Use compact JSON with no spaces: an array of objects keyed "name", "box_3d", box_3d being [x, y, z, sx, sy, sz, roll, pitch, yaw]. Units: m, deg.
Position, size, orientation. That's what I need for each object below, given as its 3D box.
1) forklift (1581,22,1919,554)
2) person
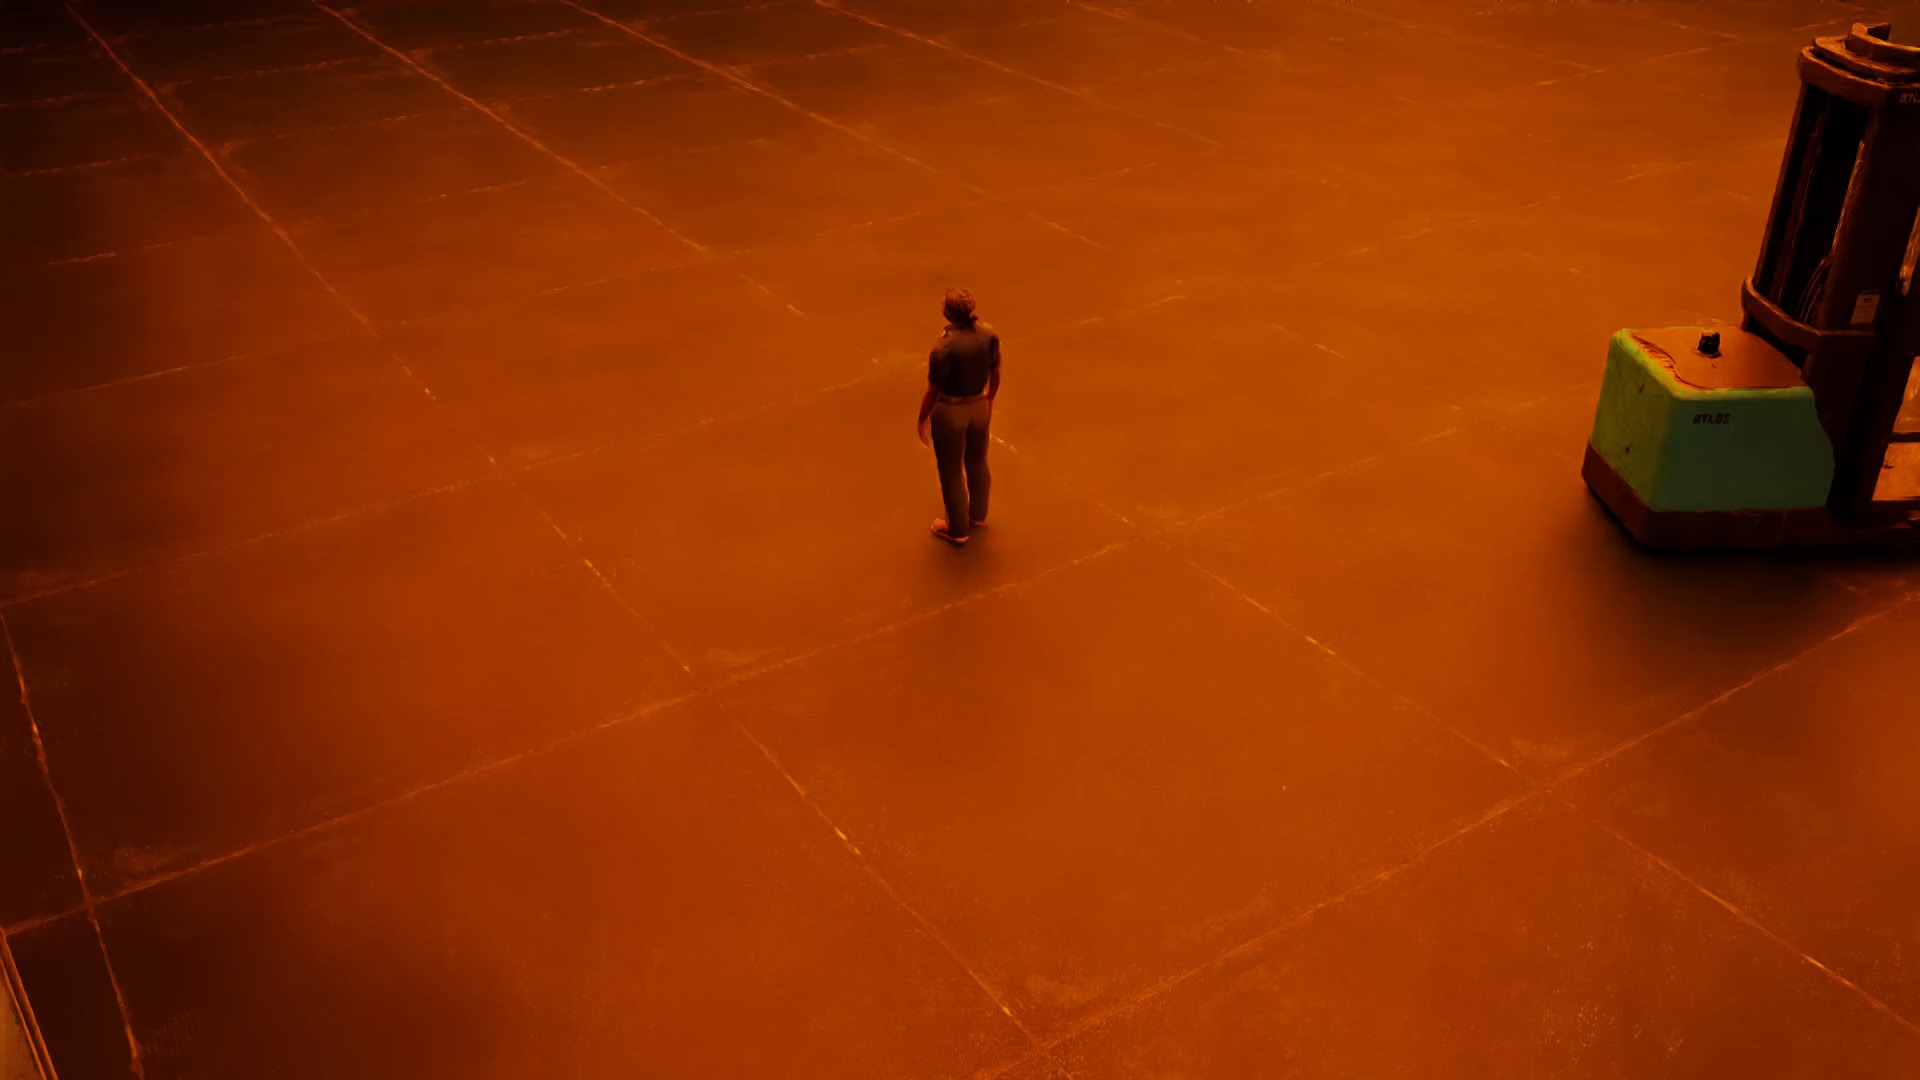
[{"name":"forklift","box_3d":[5.561,-1.468,9.787,3.031,2.935,1.130,-2,30,-3]},{"name":"person","box_3d":[-0.032,-0.762,9.833,0.570,1.641,0.503,-18,34,-29]}]
